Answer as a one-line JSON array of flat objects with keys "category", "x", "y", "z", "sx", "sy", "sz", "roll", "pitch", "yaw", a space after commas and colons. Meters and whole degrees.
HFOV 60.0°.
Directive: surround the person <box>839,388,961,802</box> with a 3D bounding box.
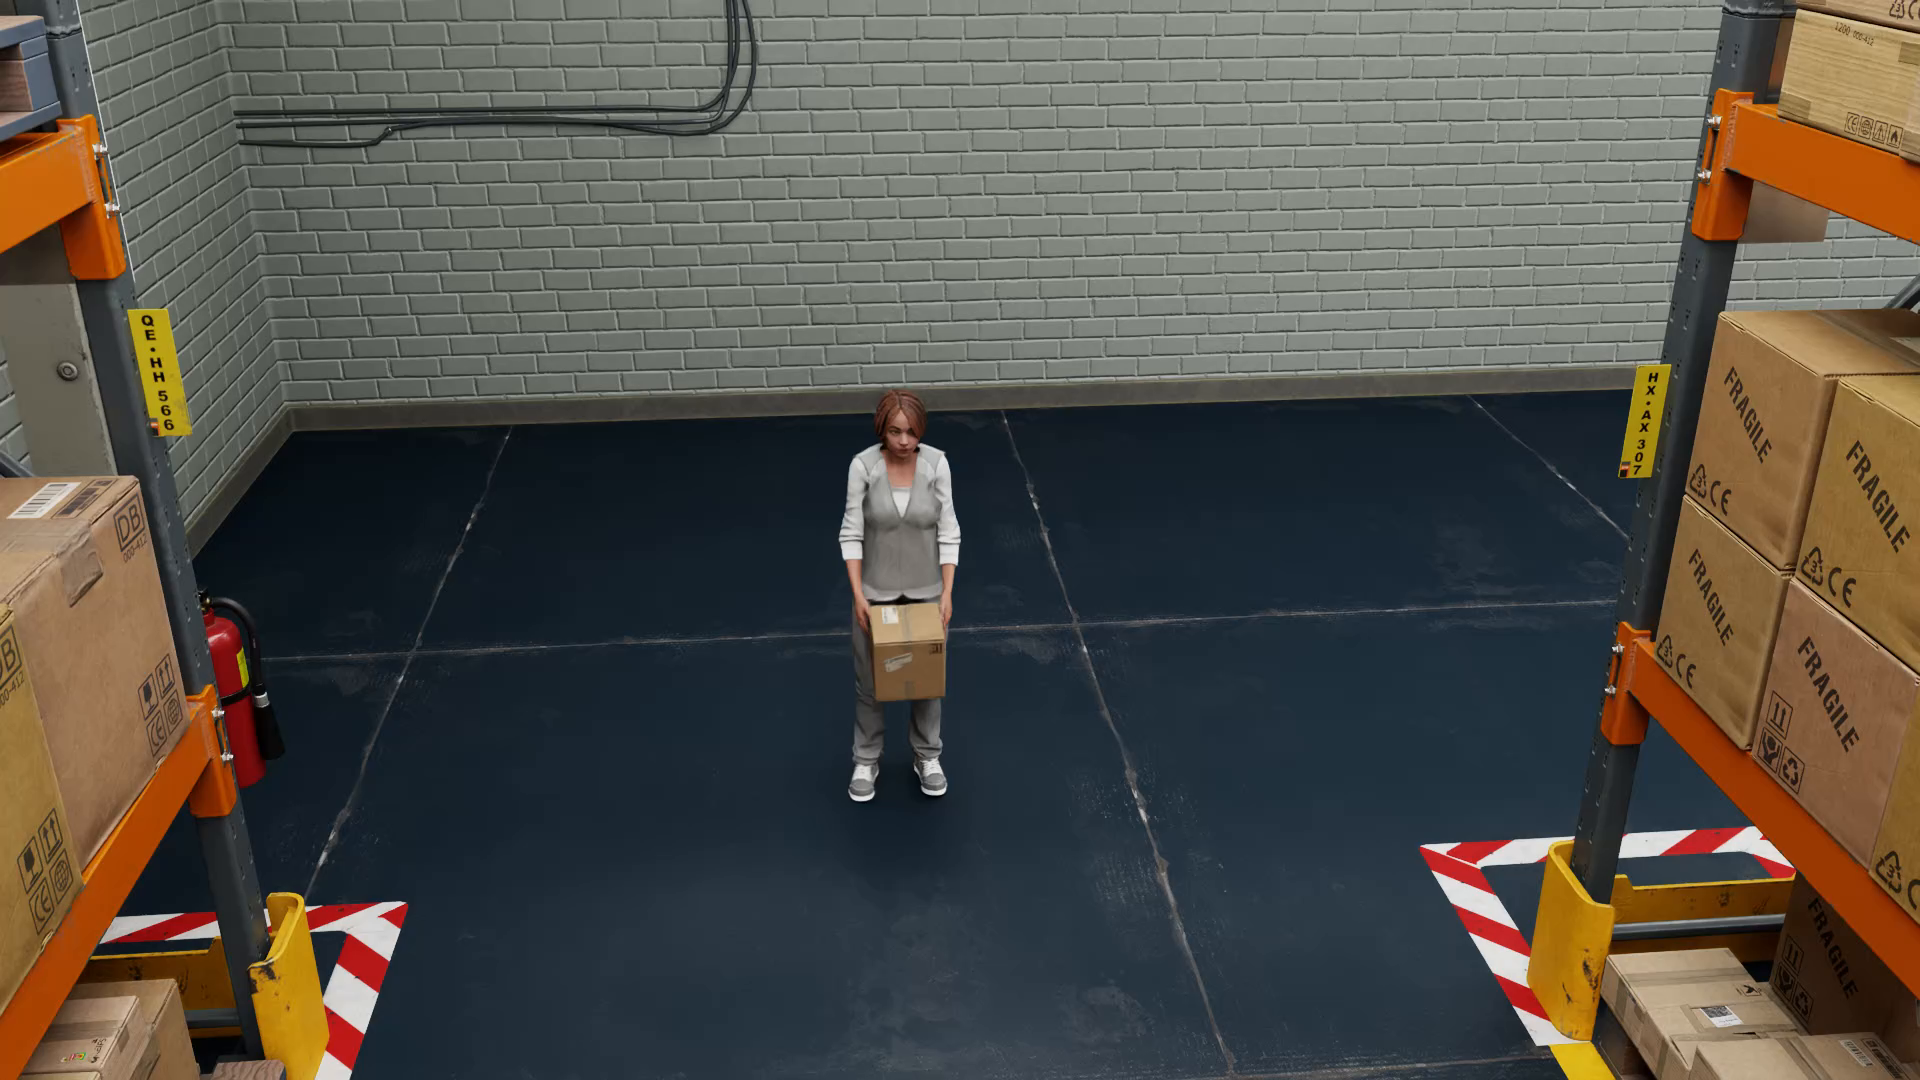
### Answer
[{"category": "person", "x": -0.216, "y": 0.211, "z": 6.132, "sx": 0.445, "sy": 1.602, "sz": 0.371, "roll": -3, "pitch": 24, "yaw": -6}]
